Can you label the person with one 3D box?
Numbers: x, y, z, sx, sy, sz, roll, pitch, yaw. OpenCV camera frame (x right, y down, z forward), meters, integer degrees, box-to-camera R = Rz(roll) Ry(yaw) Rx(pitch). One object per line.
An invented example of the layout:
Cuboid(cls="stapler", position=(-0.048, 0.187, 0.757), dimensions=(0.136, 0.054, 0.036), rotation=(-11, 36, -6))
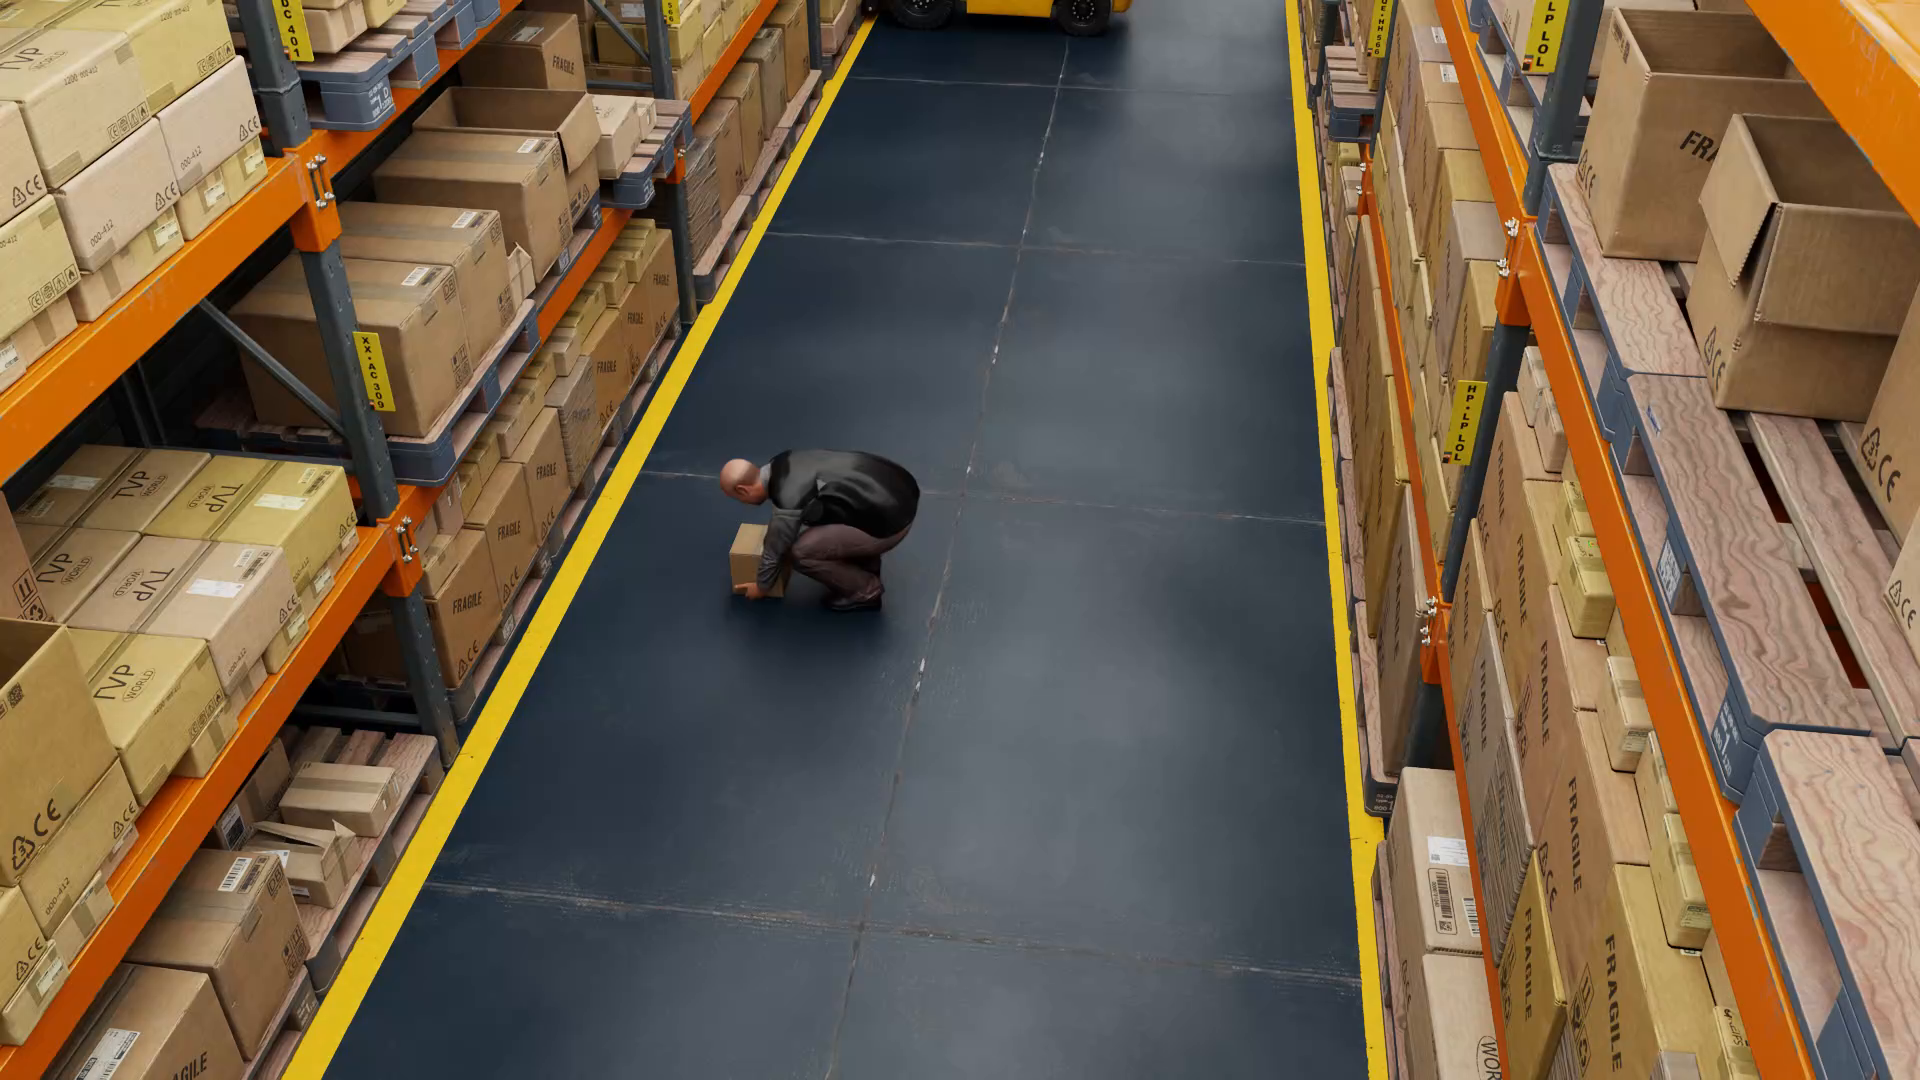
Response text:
Cuboid(cls="person", position=(-0.665, -0.069, 7.990), dimensions=(0.936, 0.790, 0.500), rotation=(4, 36, 5))
